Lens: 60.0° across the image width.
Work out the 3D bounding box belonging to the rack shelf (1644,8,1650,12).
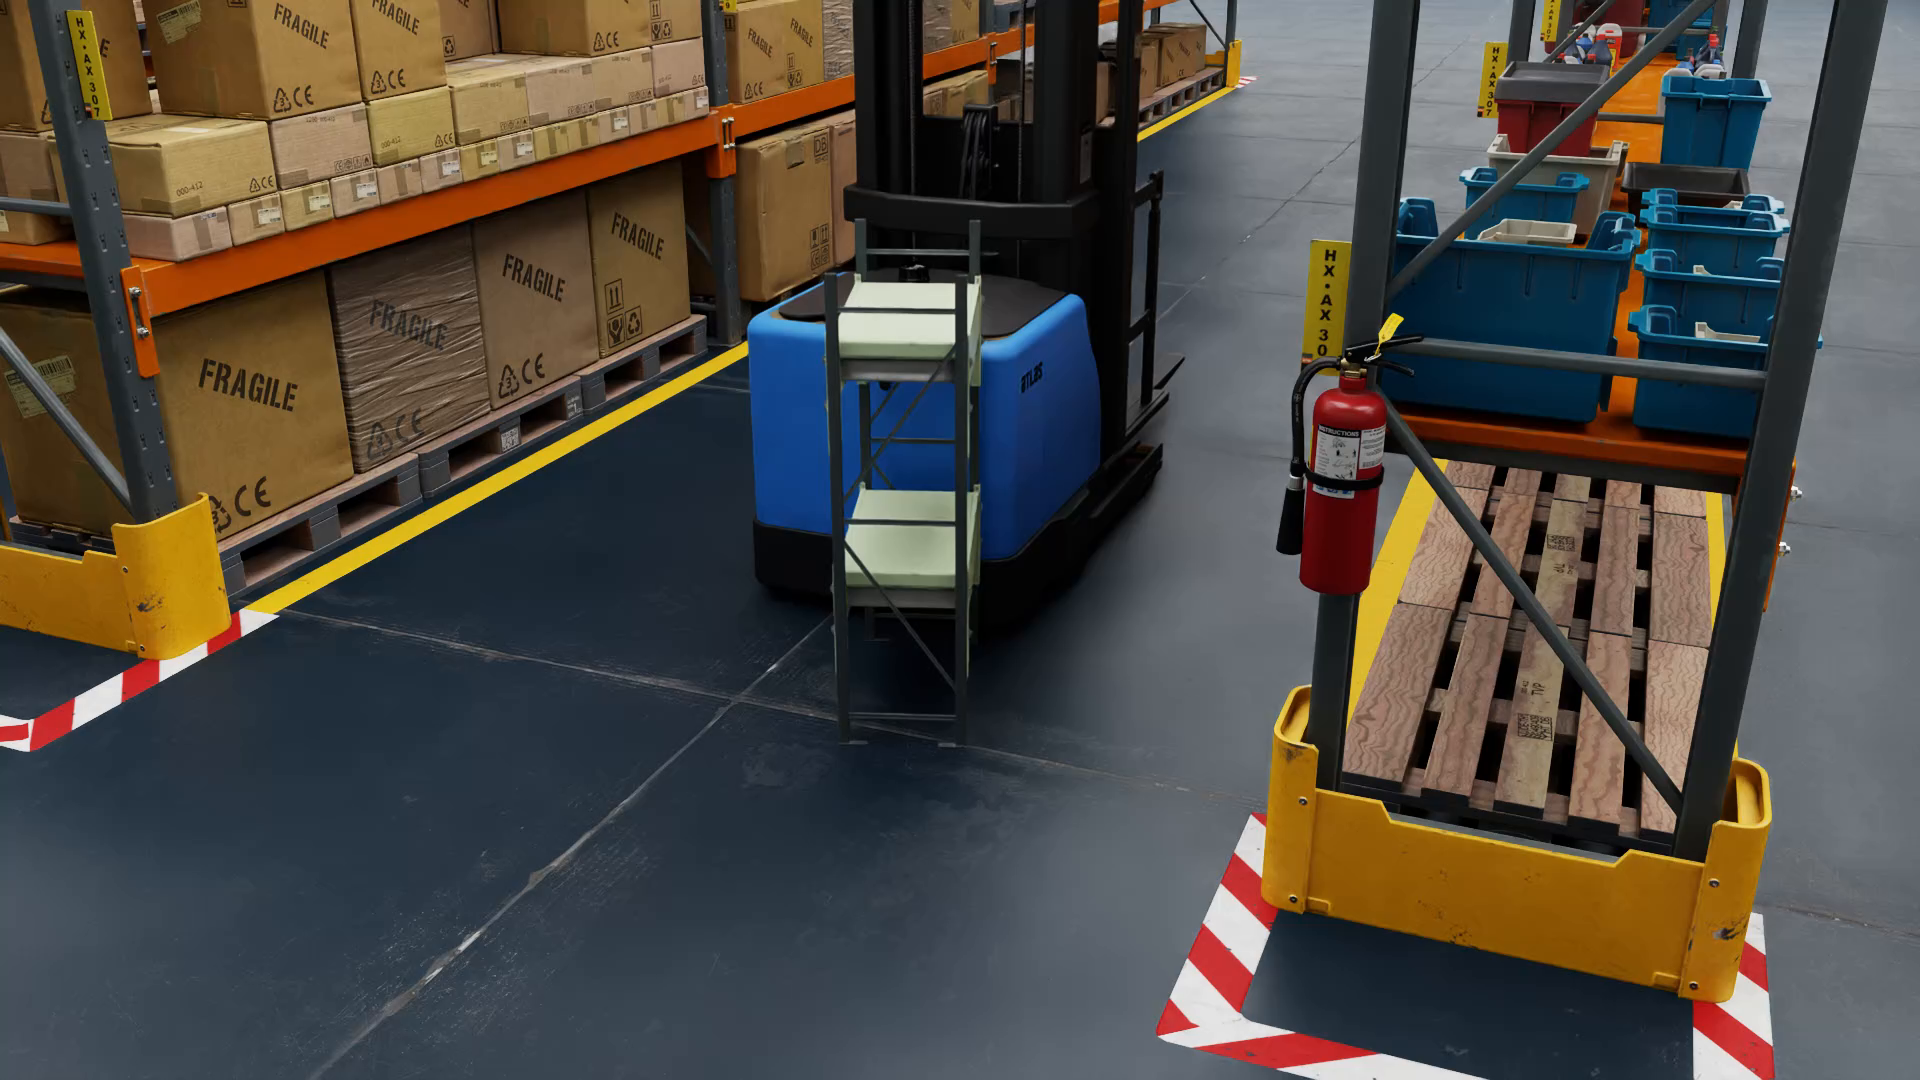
[{"bbox_3d":[6.593,-5.081,15.957,1.077,0.370,4.000,9,24,20],"label":"rack shelf"}]

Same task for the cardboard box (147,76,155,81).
[{"bbox_3d":[-8.950,-4.841,17.313,0.950,0.372,0.625,8,24,19],"label":"cardboard box"}]

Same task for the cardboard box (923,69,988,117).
[{"bbox_3d":[-0.510,-2.945,12.120,1.225,0.875,0.875,8,24,18],"label":"cardboard box"}]

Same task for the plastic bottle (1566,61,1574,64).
[{"bbox_3d":[3.097,-2.324,8.584,0.152,0.276,0.135,9,24,20],"label":"plastic bottle"}]

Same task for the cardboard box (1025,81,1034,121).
[{"bbox_3d":[0.394,-3.672,14.321,0.700,0.500,0.500,11,25,24],"label":"cardboard box"}]

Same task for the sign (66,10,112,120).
[{"bbox_3d":[-2.693,-1.467,5.144,0.100,0.325,0.005,9,24,20],"label":"sign"}]

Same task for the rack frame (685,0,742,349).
[{"bbox_3d":[-1.720,-2.544,8.949,1.000,3.000,0.127,9,24,20],"label":"rack frame"}]

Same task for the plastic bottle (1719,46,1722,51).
[{"bbox_3d":[4.185,-2.598,9.228,0.061,0.283,0.133,9,24,20],"label":"plastic bottle"}]

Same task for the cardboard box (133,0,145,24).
[{"bbox_3d":[-5.617,-3.543,11.122,0.380,0.149,0.250,9,24,21],"label":"cardboard box"}]

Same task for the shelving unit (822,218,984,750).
[{"bbox_3d":[-0.157,-0.188,5.254,0.431,1.500,0.755,1,23,3],"label":"shelving unit"}]

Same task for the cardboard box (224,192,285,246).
[{"bbox_3d":[-2.674,-1.168,5.981,0.380,0.149,0.250,8,24,19],"label":"cardboard box"}]

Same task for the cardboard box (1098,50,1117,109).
[{"bbox_3d":[1.437,-4.585,16.532,0.500,0.500,0.500,8,24,18],"label":"cardboard box"}]

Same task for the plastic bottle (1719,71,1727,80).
[{"bbox_3d":[3.740,-2.169,8.202,0.061,0.283,0.133,9,24,20],"label":"plastic bottle"}]

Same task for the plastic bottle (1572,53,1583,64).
[{"bbox_3d":[3.307,-2.490,8.985,0.097,0.271,0.097,0,23,0],"label":"plastic bottle"}]

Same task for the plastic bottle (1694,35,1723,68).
[{"bbox_3d":[4.087,-2.578,9.093,0.144,0.351,0.185,9,24,20],"label":"plastic bottle"}]

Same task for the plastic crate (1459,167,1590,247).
[{"bbox_3d":[1.917,-1.126,5.692,0.416,0.233,0.300,9,24,20],"label":"plastic crate"}]

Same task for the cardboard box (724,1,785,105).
[{"bbox_3d":[-1.317,-2.719,9.238,0.500,0.500,0.500,9,24,20],"label":"cardboard box"}]

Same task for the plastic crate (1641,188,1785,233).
[{"bbox_3d":[2.390,-0.974,5.329,0.416,0.233,0.300,9,24,20],"label":"plastic crate"}]

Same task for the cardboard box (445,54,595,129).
[{"bbox_3d":[-2.020,-2.048,7.570,0.500,0.250,0.500,9,24,21],"label":"cardboard box"}]

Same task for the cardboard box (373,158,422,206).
[{"bbox_3d":[-2.388,-1.444,6.642,0.380,0.149,0.250,8,24,19],"label":"cardboard box"}]

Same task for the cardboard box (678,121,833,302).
[{"bbox_3d":[-1.501,-1.989,9.832,1.225,0.875,0.875,9,24,20],"label":"cardboard box"}]

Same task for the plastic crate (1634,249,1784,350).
[{"bbox_3d":[2.034,-0.631,4.508,0.416,0.233,0.300,9,24,20],"label":"plastic crate"}]

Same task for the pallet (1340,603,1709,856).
[{"bbox_3d":[1.735,0.594,5.055,1.003,0.211,1.213,9,24,20],"label":"pallet"}]

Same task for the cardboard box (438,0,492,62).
[{"bbox_3d":[-2.515,-2.461,7.586,0.500,0.500,0.500,8,24,18],"label":"cardboard box"}]

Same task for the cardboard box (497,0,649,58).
[{"bbox_3d":[-1.833,-2.577,7.862,0.500,0.500,0.500,9,24,21],"label":"cardboard box"}]

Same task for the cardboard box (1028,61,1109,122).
[{"bbox_3d":[1.003,-4.240,15.681,0.700,0.500,0.500,7,24,16],"label":"cardboard box"}]

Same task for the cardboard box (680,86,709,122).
[{"bbox_3d":[-1.530,-2.272,8.624,0.380,0.149,0.250,9,24,20],"label":"cardboard box"}]

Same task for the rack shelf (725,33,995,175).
[{"bbox_3d":[-0.978,-2.928,10.801,1.077,0.370,4.000,9,24,20],"label":"rack shelf"}]

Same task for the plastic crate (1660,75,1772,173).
[{"bbox_3d":[3.021,-1.639,6.726,0.392,0.384,0.575,9,24,20],"label":"plastic crate"}]

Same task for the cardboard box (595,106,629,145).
[{"bbox_3d":[-1.816,-1.996,7.963,0.380,0.149,0.250,9,24,21],"label":"cardboard box"}]

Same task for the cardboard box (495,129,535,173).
[{"bbox_3d":[-2.102,-1.721,7.305,0.380,0.149,0.250,9,24,21],"label":"cardboard box"}]

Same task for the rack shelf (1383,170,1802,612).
[{"bbox_3d":[2.135,-0.787,5.676,1.077,0.370,4.000,9,24,20],"label":"rack shelf"}]

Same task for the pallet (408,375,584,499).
[{"bbox_3d":[-2.527,-0.558,7.813,1.003,0.211,1.213,9,24,20],"label":"pallet"}]

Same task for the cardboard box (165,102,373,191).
[{"bbox_3d":[-2.590,-1.501,6.260,0.500,0.250,0.500,8,24,19],"label":"cardboard box"}]

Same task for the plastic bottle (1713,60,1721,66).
[{"bbox_3d":[3.939,-2.373,8.707,0.097,0.271,0.097,0,23,0],"label":"plastic bottle"}]

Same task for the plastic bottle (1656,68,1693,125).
[{"bbox_3d":[3.607,-2.242,8.386,0.152,0.276,0.135,9,24,20],"label":"plastic bottle"}]

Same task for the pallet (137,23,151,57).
[{"bbox_3d":[-5.869,-3.454,11.377,1.003,0.211,1.213,9,24,20],"label":"pallet"}]

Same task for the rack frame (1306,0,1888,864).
[{"bbox_3d":[1.392,-0.403,3.824,1.000,3.000,0.127,9,24,20],"label":"rack frame"}]

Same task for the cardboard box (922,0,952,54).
[{"bbox_3d":[-0.378,-3.632,11.423,0.500,0.500,0.500,9,24,20],"label":"cardboard box"}]

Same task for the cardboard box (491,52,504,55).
[{"bbox_3d":[-2.327,-2.304,8.183,0.500,0.250,0.500,9,24,20],"label":"cardboard box"}]

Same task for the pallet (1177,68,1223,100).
[{"bbox_3d":[2.374,-5.239,19.018,1.003,0.211,1.213,9,24,20],"label":"pallet"}]

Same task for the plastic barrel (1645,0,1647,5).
[{"bbox_3d":[5.425,-4.834,13.781,0.600,0.901,0.708,9,24,20],"label":"plastic barrel"}]

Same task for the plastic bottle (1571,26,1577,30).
[{"bbox_3d":[3.739,-2.993,10.174,0.061,0.283,0.133,9,24,20],"label":"plastic bottle"}]

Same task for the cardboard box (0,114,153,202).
[{"bbox_3d":[-3.273,-1.392,5.999,0.500,0.250,0.500,8,24,19],"label":"cardboard box"}]

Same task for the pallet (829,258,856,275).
[{"bbox_3d":[-1.052,-1.982,11.222,1.003,0.211,1.213,9,24,20],"label":"pallet"}]

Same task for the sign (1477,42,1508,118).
[{"bbox_3d":[2.368,-2.042,7.388,0.100,0.325,0.005,9,24,20],"label":"sign"}]

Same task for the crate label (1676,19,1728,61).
[{"bbox_3d":[4.868,-3.286,10.943,0.303,0.233,0.416,9,24,20],"label":"crate label"}]

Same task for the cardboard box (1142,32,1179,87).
[{"bbox_3d":[2.049,-5.217,18.047,0.500,0.500,0.500,11,25,25],"label":"cardboard box"}]

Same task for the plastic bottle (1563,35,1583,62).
[{"bbox_3d":[3.325,-2.582,9.104,0.144,0.351,0.185,9,24,20],"label":"plastic bottle"}]

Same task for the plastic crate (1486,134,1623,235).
[{"bbox_3d":[2.140,-1.288,6.017,0.437,0.282,0.530,9,24,20],"label":"plastic crate"}]

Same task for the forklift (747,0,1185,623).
[{"bbox_3d":[0.255,-1.595,6.767,1.130,2.935,3.031,9,24,20],"label":"forklift"}]

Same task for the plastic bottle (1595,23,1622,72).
[{"bbox_3d":[4.044,-3.079,10.390,0.152,0.276,0.135,9,24,20],"label":"plastic bottle"}]

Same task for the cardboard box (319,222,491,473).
[{"bbox_3d":[-2.705,-0.892,7.206,0.875,0.875,0.875,9,24,20],"label":"cardboard box"}]

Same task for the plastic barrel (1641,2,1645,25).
[{"bbox_3d":[4.704,-3.867,11.972,0.421,0.512,0.421,0,23,0],"label":"plastic barrel"}]

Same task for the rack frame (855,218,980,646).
[{"bbox_3d":[-0.136,-0.329,5.591,0.400,1.500,0.023,1,23,3],"label":"rack frame"}]

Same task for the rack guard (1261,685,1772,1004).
[{"bbox_3d":[1.396,0.760,4.281,1.175,0.500,0.348,9,24,20],"label":"rack guard"}]

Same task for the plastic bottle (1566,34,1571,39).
[{"bbox_3d":[3.553,-2.814,9.747,0.061,0.283,0.133,9,24,20],"label":"plastic bottle"}]
